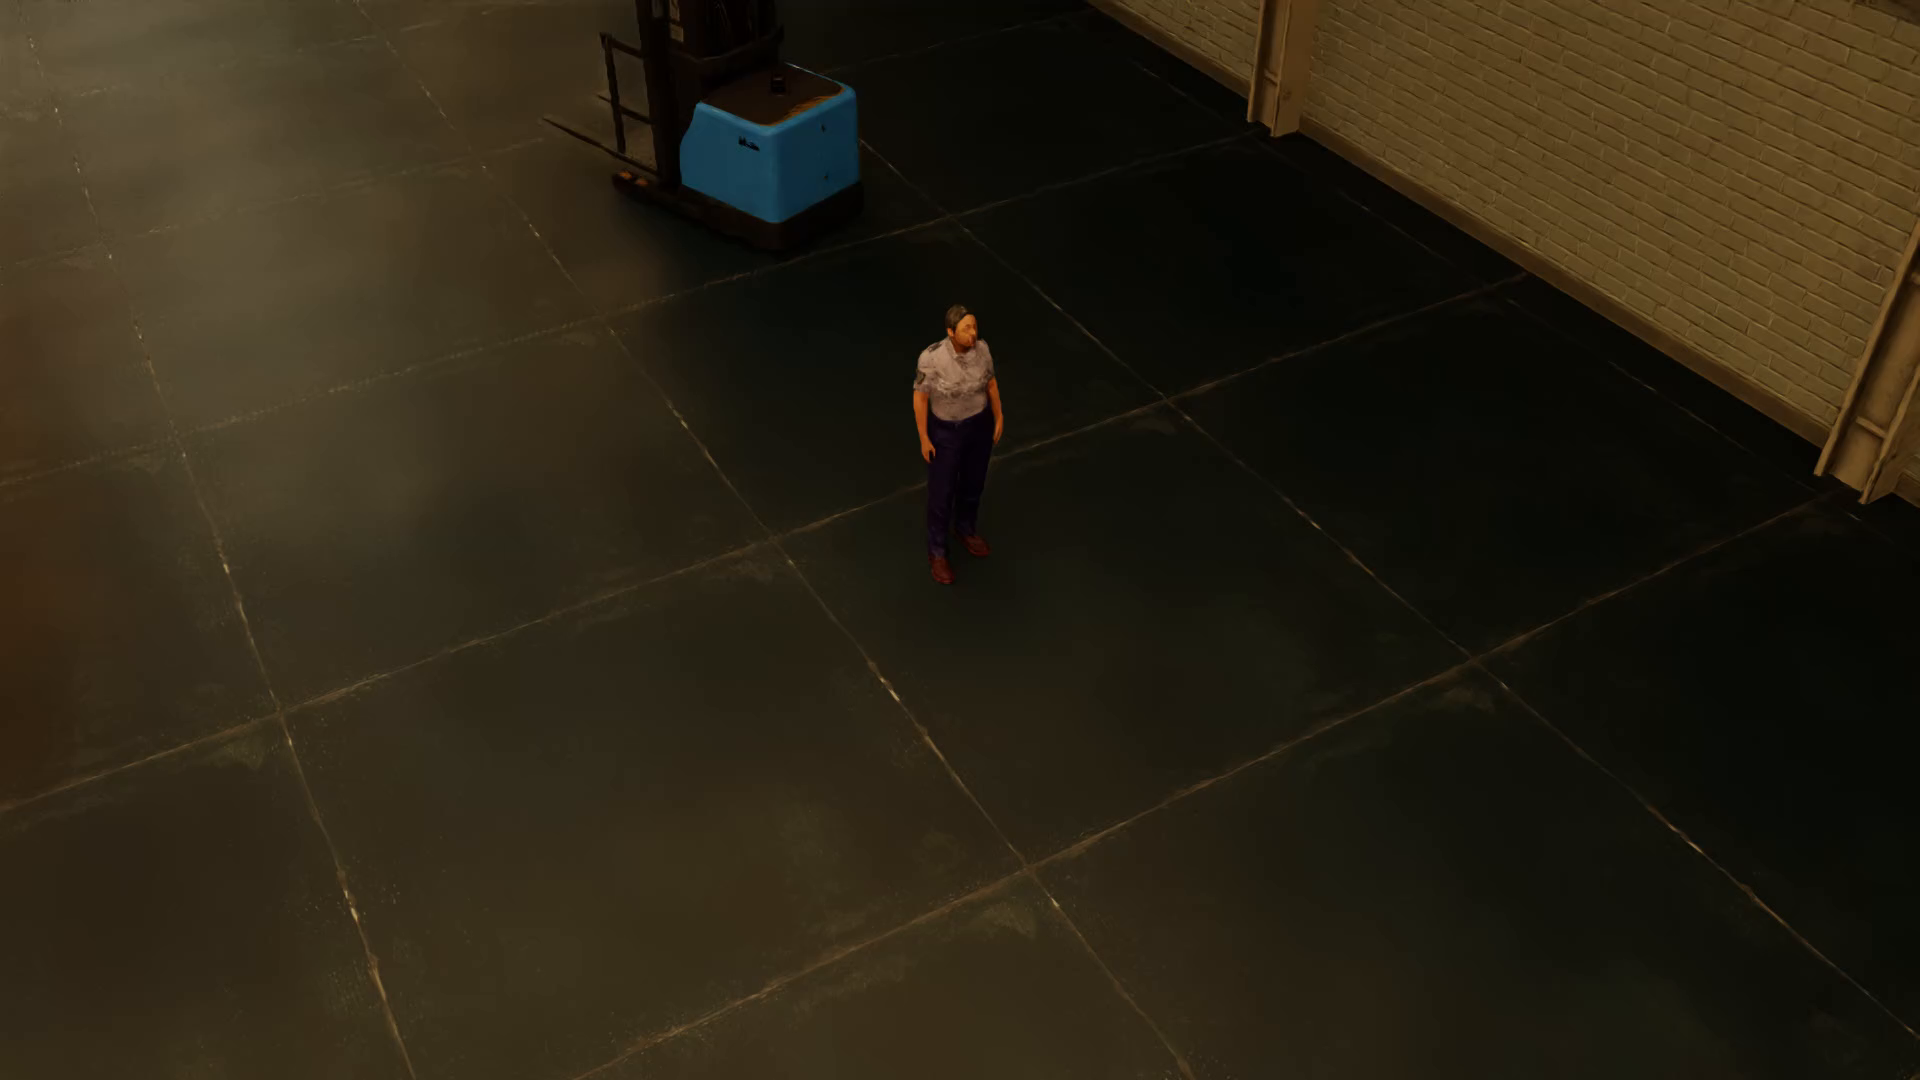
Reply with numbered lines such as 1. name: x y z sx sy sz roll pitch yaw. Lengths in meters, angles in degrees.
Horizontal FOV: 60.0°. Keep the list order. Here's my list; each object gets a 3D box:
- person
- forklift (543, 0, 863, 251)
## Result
1. person: 0.026 -0.583 9.733 0.599 1.650 0.502 -20 44 -23
2. forklift: -2.241 -4.169 13.062 3.031 2.935 1.130 28 47 30
